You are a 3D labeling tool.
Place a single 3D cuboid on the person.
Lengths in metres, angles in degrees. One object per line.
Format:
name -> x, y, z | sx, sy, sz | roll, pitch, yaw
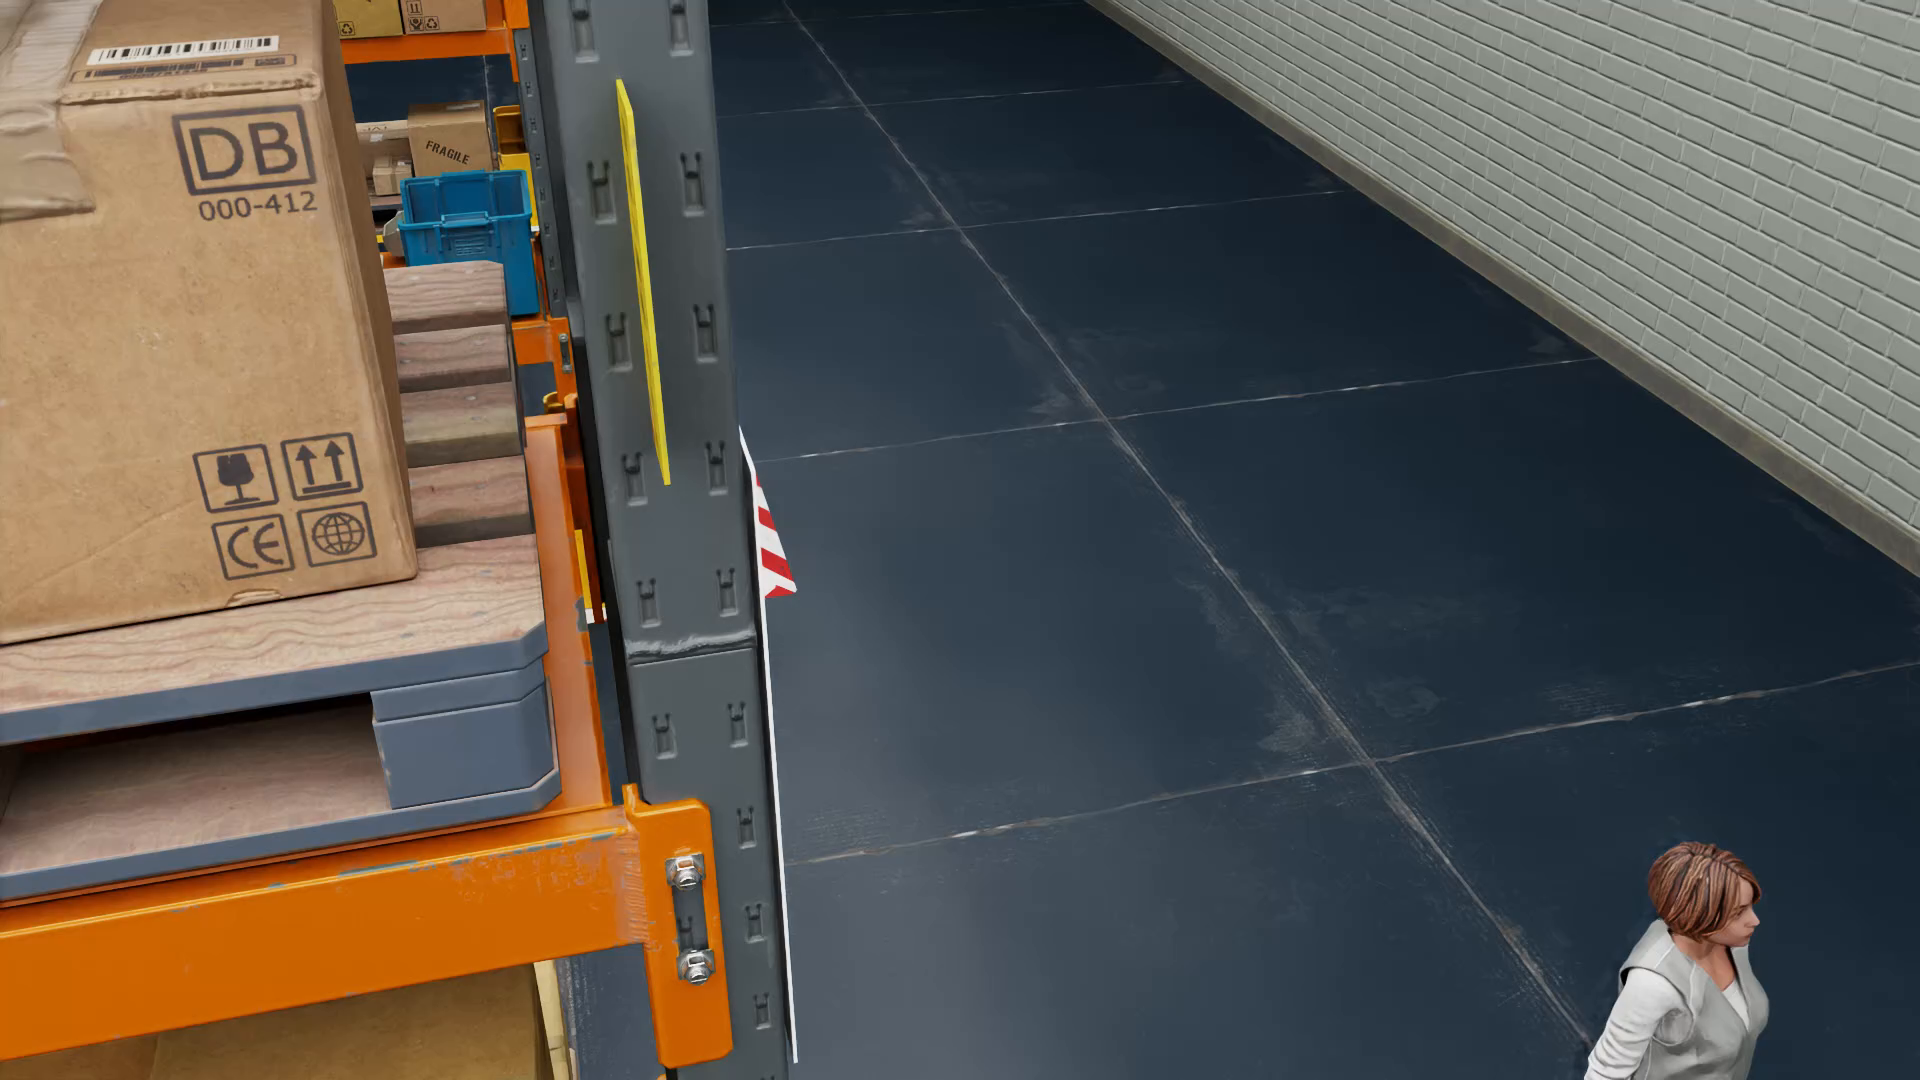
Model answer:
person -> 1.616, 1.315, 3.915 | 0.896, 1.549, 0.419 | 25, 39, 35
